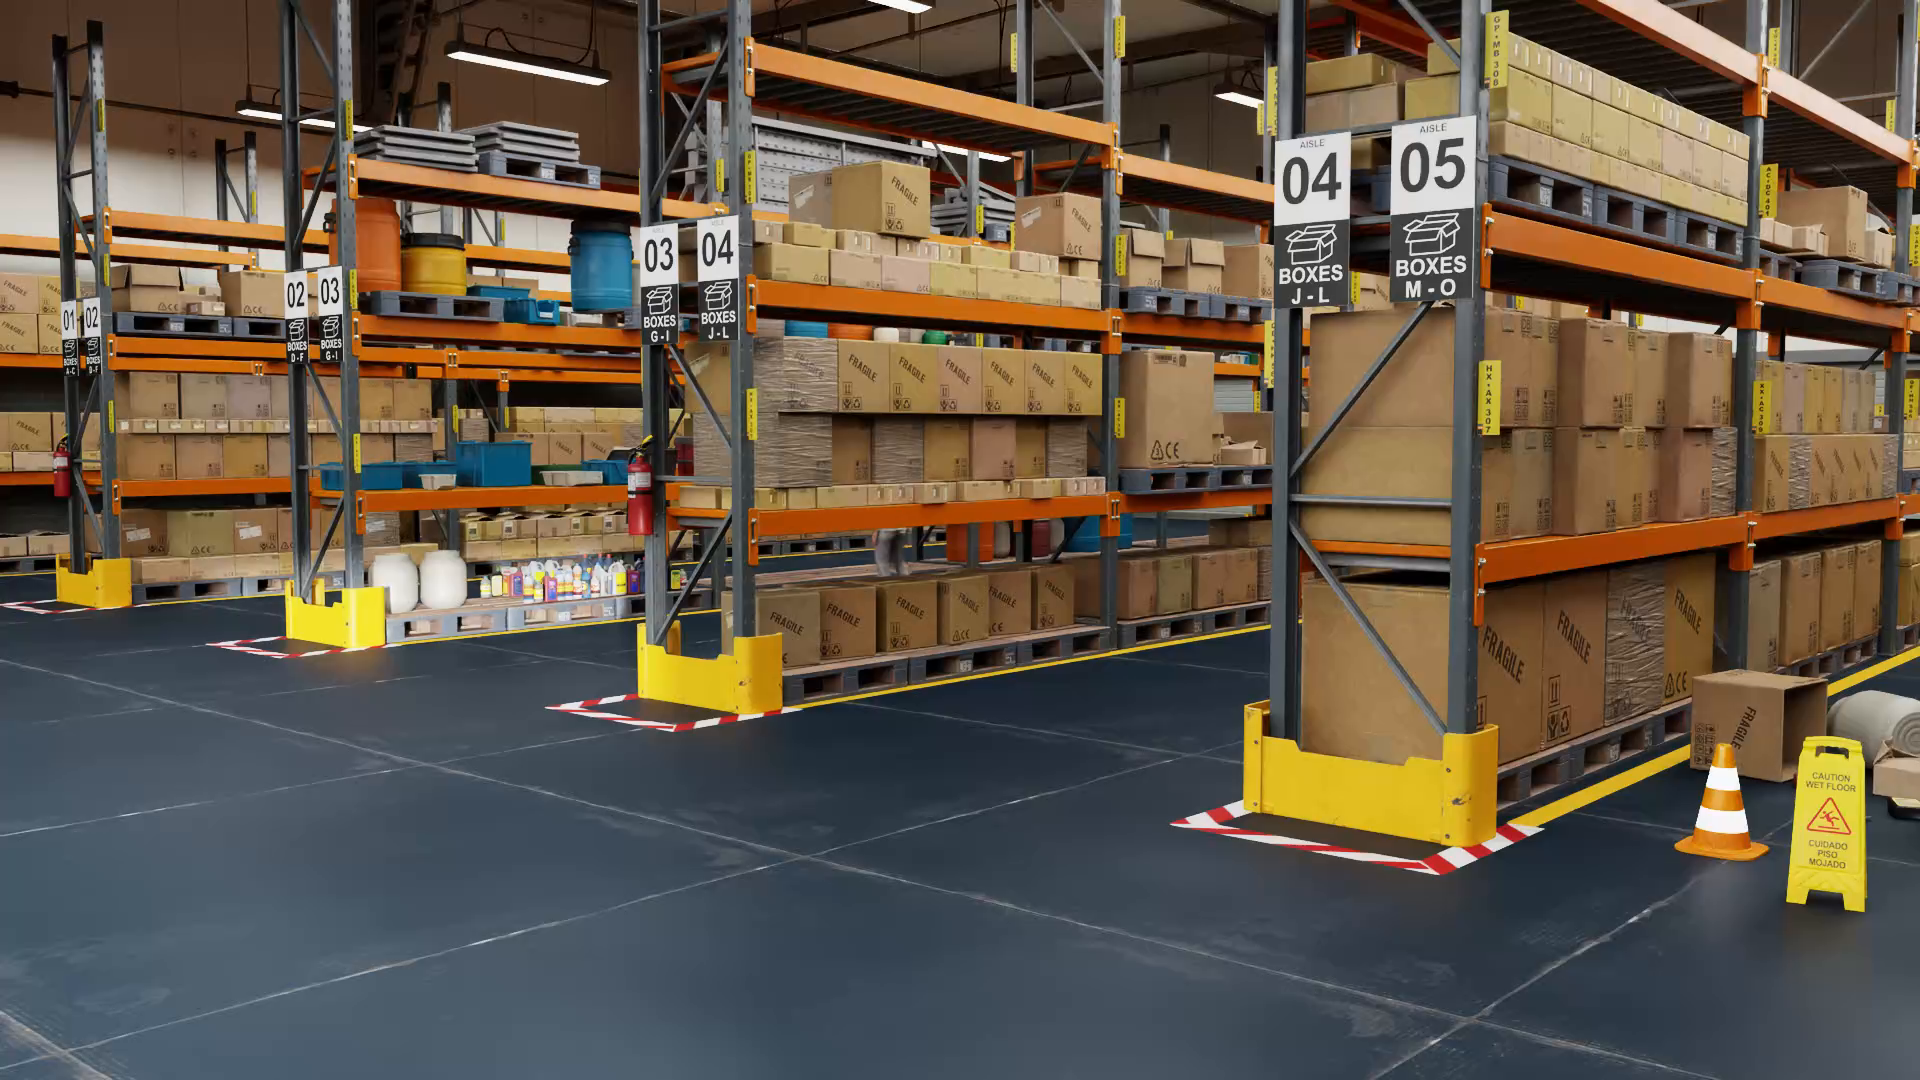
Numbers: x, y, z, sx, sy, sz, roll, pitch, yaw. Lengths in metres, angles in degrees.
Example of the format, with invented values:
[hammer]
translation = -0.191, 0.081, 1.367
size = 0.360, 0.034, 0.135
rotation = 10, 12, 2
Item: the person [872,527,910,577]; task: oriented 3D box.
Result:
[person]
translation = -0.707, -0.048, 16.861
size = 0.387, 1.655, 0.430
rotation = 3, 5, 42
